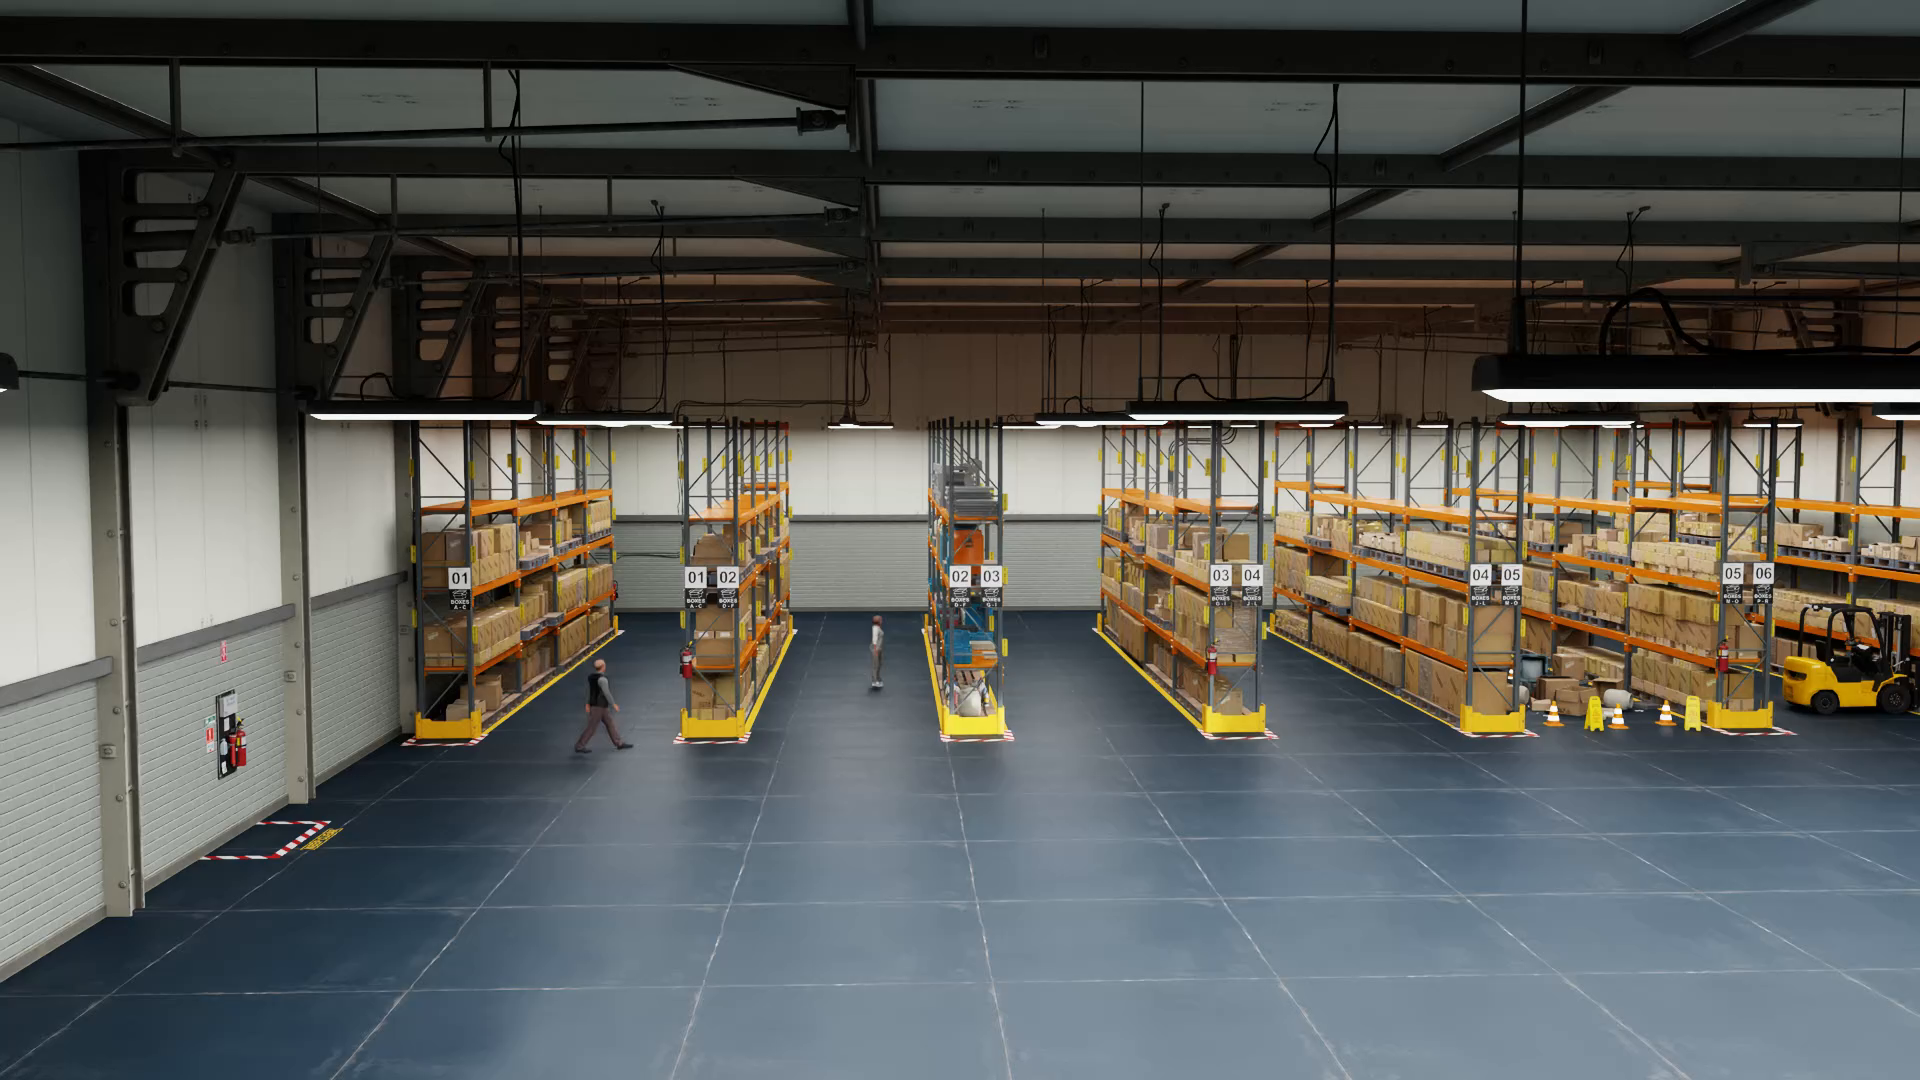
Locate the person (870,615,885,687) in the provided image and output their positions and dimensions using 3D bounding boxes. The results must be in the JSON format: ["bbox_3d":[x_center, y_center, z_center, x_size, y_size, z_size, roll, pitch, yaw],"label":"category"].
[{"bbox_3d":[-1.872,2.531,37.452,0.325,1.627,0.482,1,4,9],"label":"person"}]

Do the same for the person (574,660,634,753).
[{"bbox_3d":[-6.323,2.942,29.506,1.046,1.655,0.509,-1,4,-12],"label":"person"}]

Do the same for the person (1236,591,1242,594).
[{"bbox_3d":[7.933,1.798,47.706,0.484,1.671,0.958,0,4,4],"label":"person"}]
